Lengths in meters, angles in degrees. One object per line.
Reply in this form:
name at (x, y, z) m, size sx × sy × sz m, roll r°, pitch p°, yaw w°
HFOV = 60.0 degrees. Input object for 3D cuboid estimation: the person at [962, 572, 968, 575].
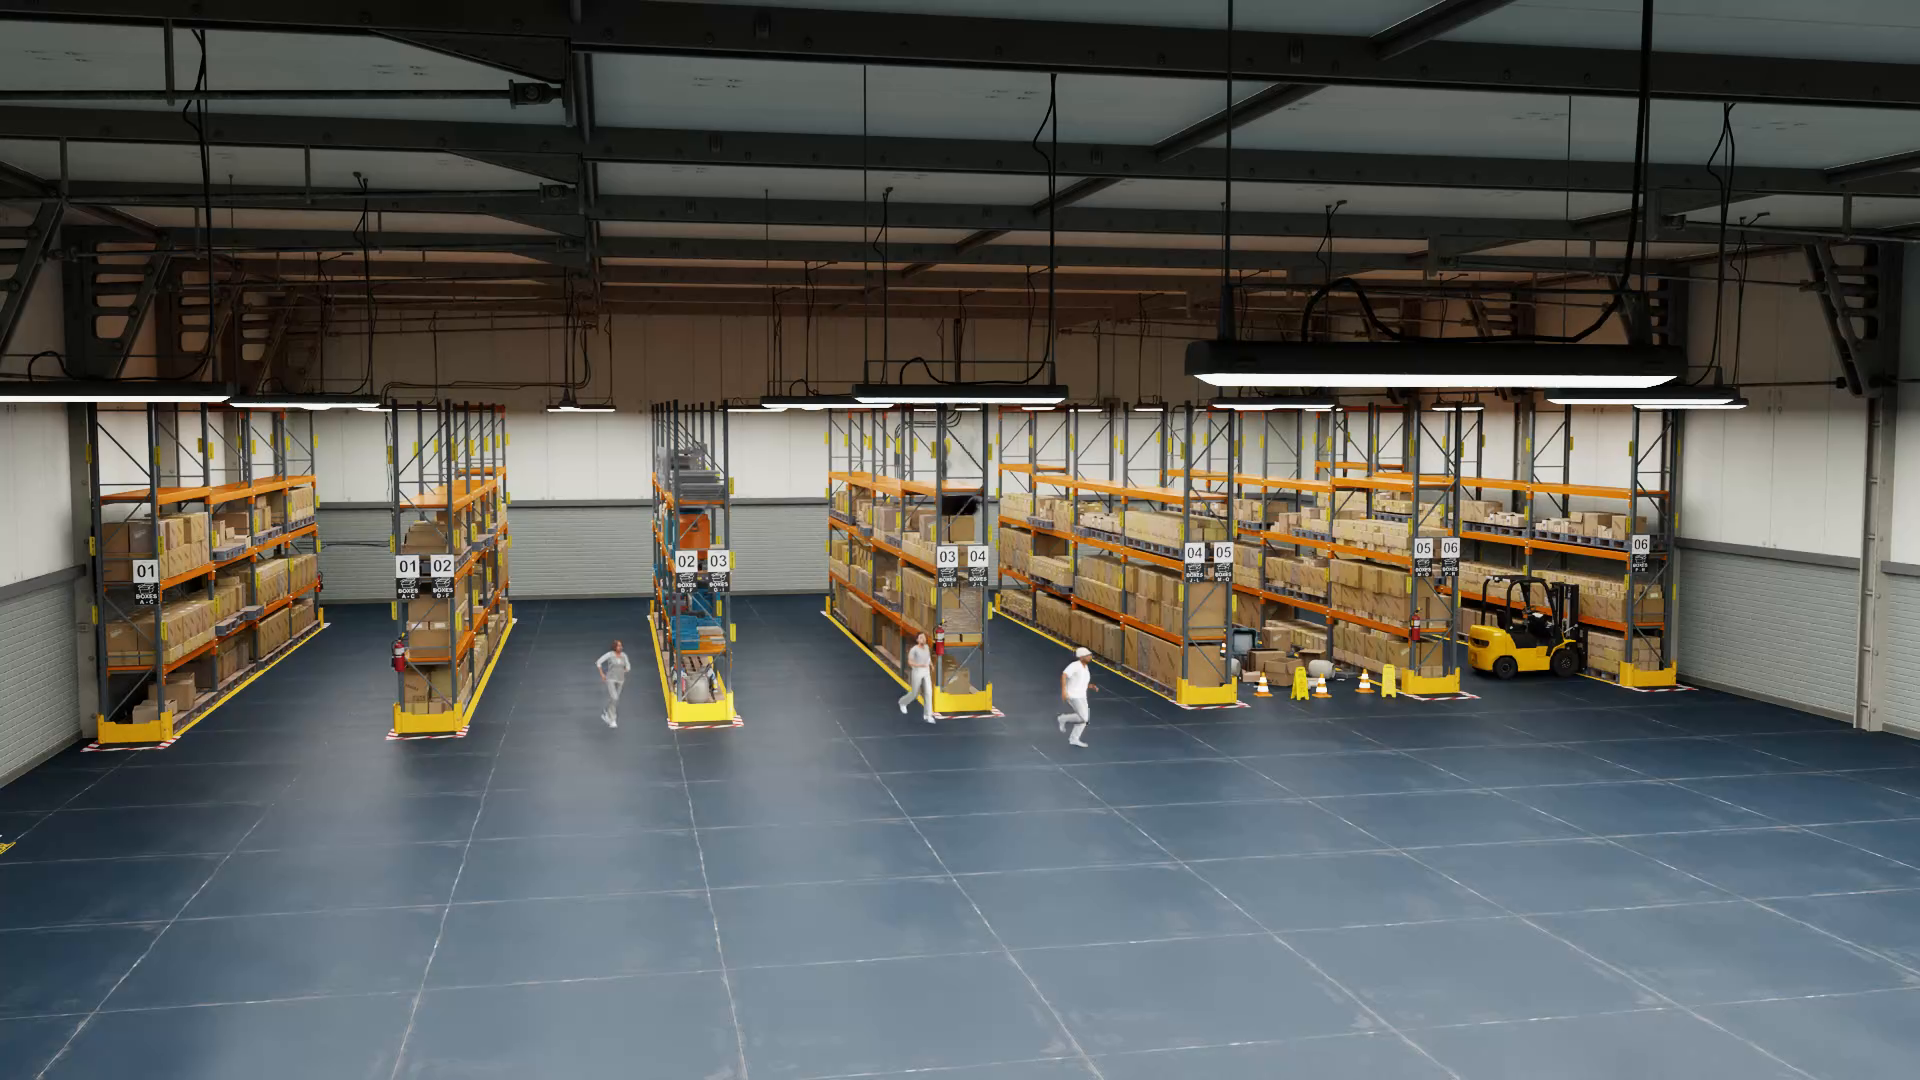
person at (-0.020, 1.335, 47.821) m, size 0.549 × 1.579 × 0.682 m, roll 0°, pitch 4°, yaw 5°

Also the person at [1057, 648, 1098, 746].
person at (2.032, 2.714, 28.798) m, size 0.683 × 1.713 × 0.746 m, roll 2°, pitch 5°, yaw 27°

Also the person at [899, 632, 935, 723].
person at (-0.764, 2.543, 31.184) m, size 0.577 × 1.675 × 0.953 m, roll -3°, pitch 5°, yaw -35°

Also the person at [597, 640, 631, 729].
person at (-6.364, 2.650, 30.605) m, size 0.583 × 1.645 × 0.647 m, roll -3°, pitch 5°, yaw -38°

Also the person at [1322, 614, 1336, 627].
person at (9.636, 1.622, 43.357) m, size 0.654 × 1.712 × 0.810 m, roll -1°, pitch 4°, yaw -7°
